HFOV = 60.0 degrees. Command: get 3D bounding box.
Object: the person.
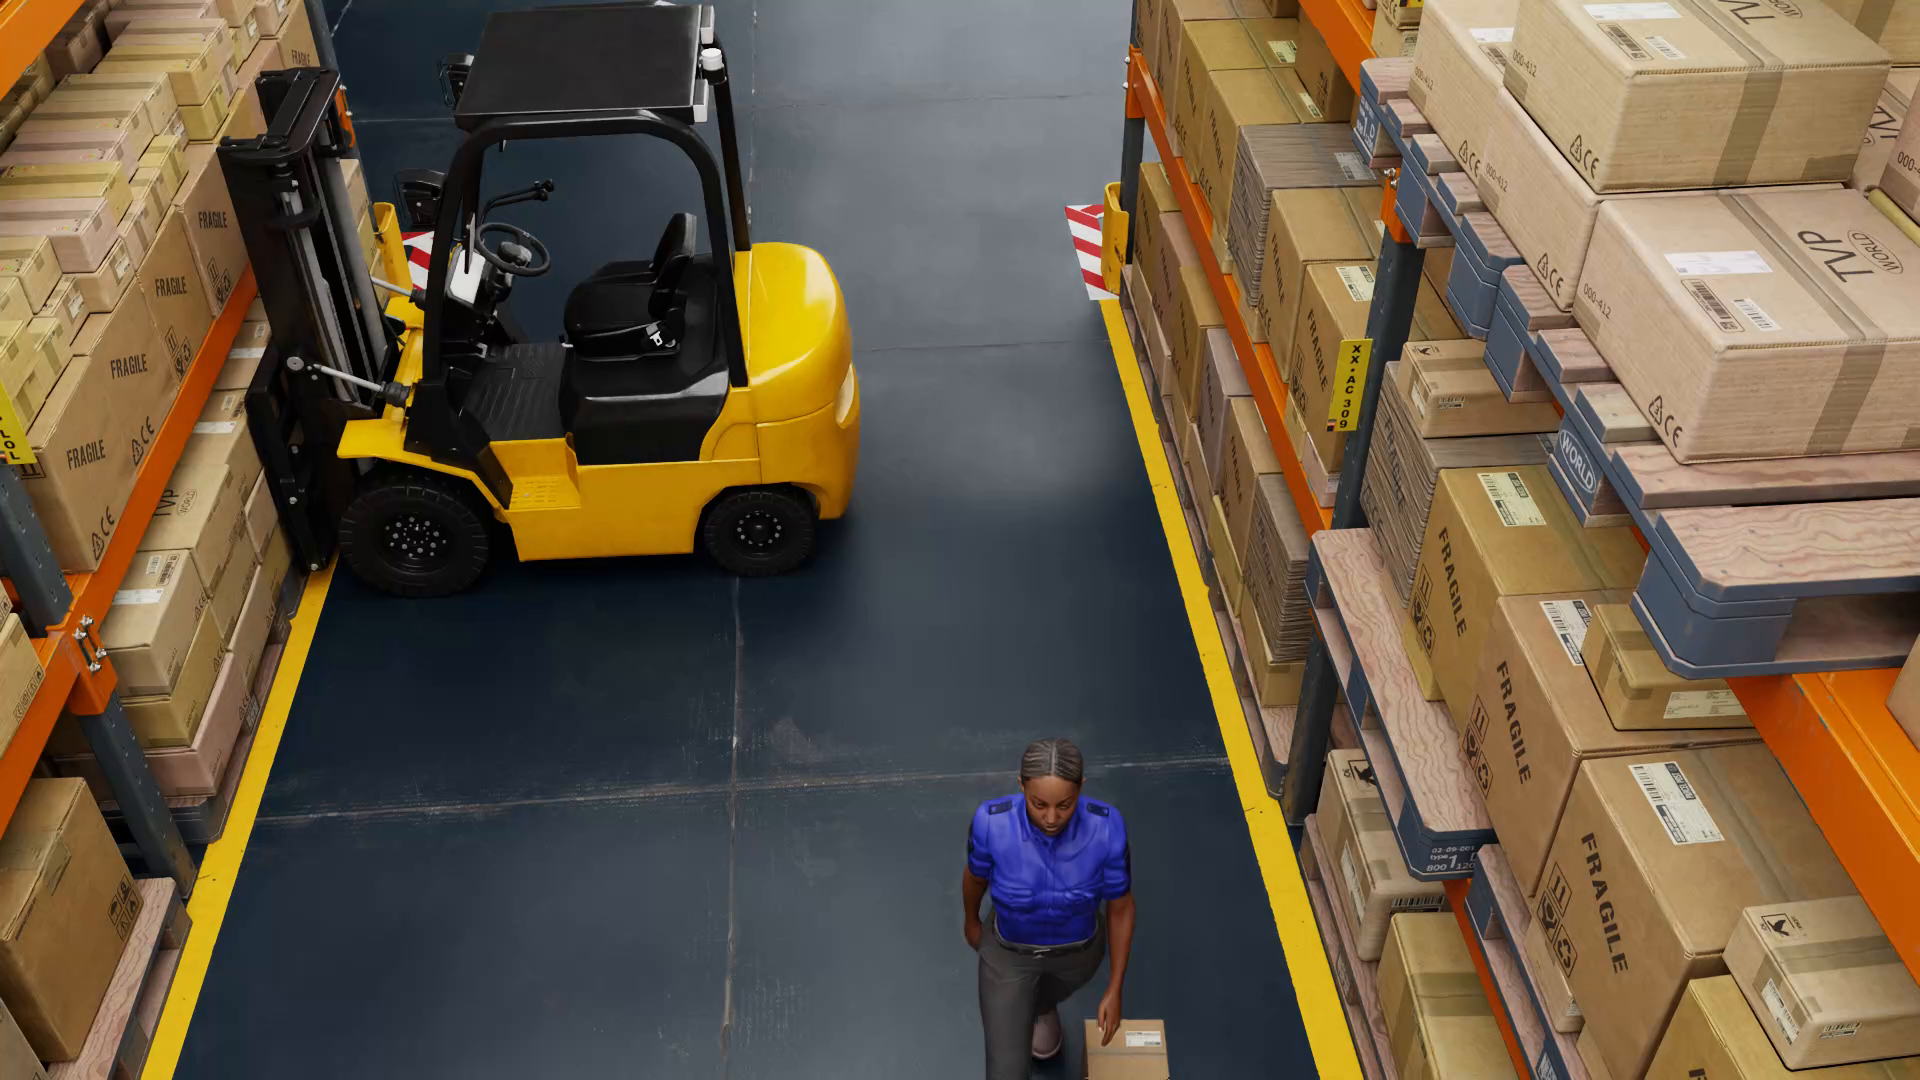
[{"bbox_3d":[0.249,1.192,4.679,0.468,1.599,0.992,-2,39,-2],"label":"person"}]
